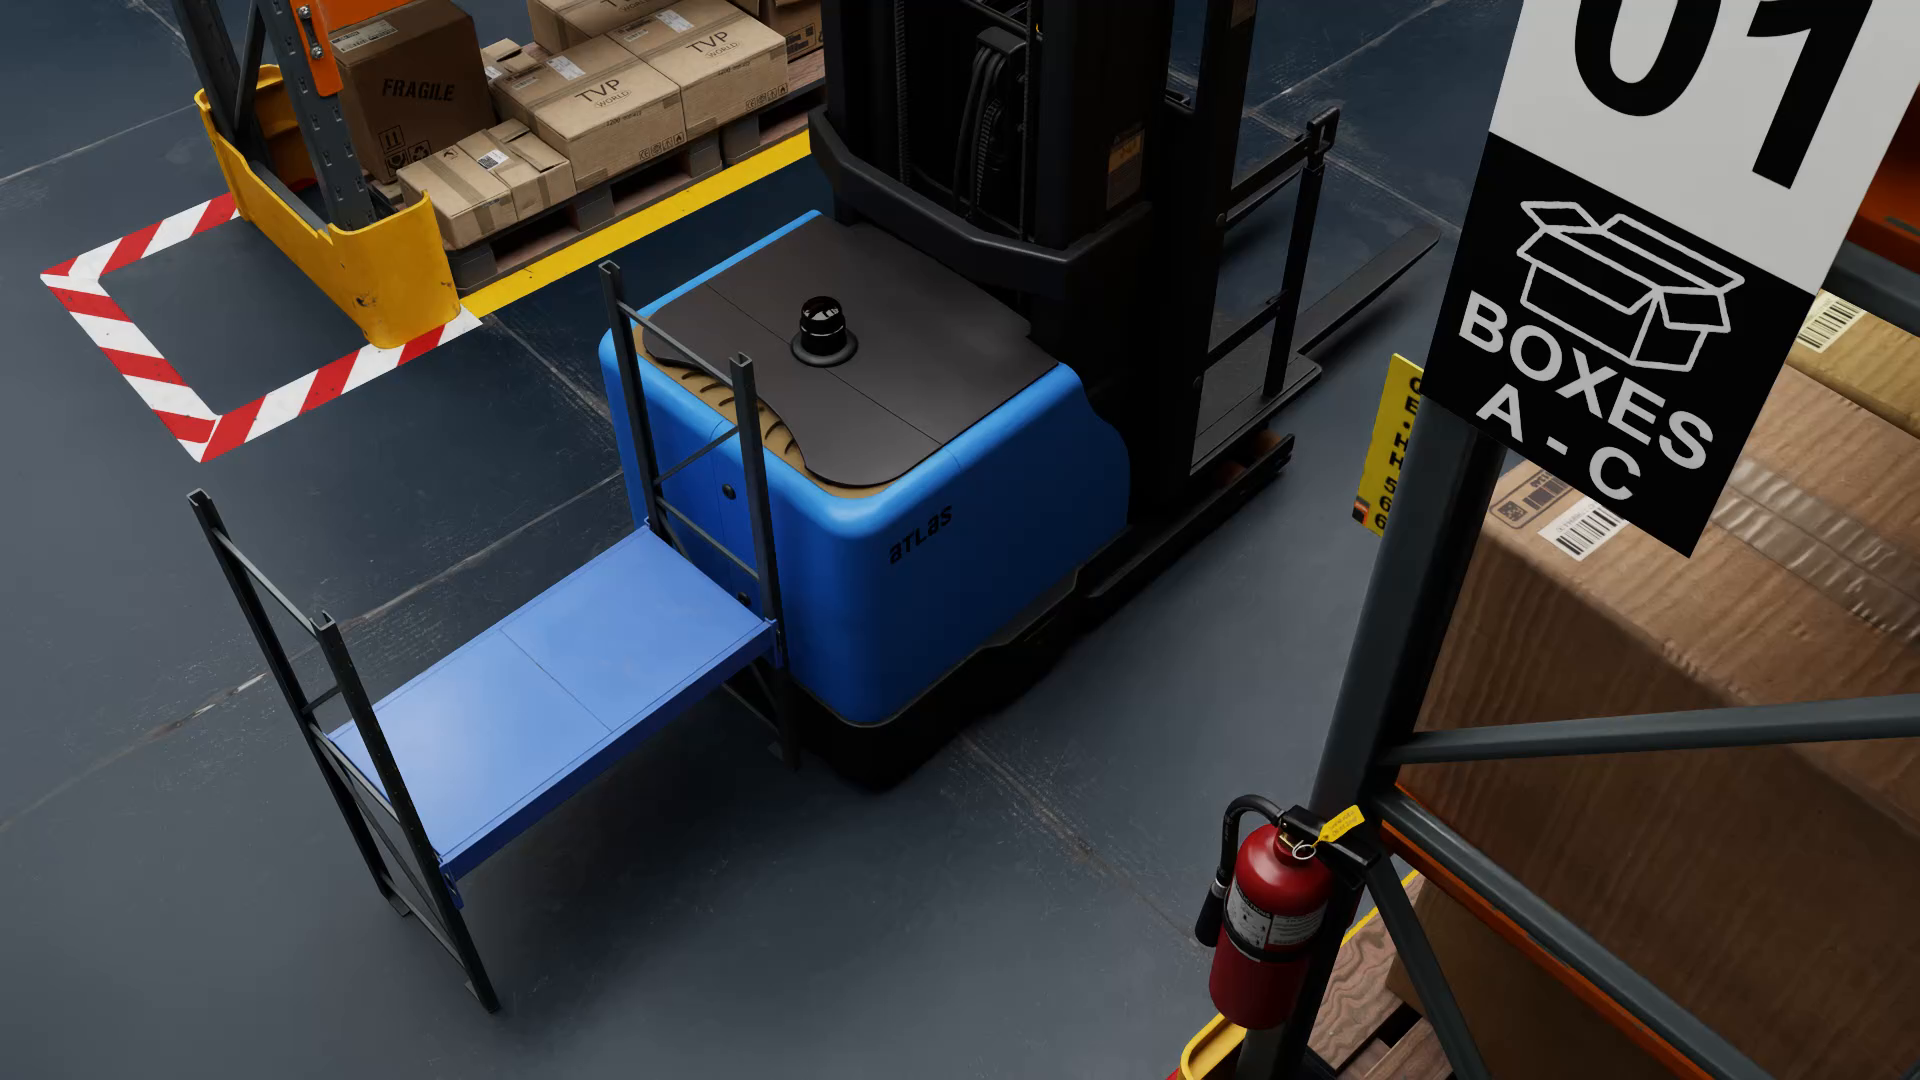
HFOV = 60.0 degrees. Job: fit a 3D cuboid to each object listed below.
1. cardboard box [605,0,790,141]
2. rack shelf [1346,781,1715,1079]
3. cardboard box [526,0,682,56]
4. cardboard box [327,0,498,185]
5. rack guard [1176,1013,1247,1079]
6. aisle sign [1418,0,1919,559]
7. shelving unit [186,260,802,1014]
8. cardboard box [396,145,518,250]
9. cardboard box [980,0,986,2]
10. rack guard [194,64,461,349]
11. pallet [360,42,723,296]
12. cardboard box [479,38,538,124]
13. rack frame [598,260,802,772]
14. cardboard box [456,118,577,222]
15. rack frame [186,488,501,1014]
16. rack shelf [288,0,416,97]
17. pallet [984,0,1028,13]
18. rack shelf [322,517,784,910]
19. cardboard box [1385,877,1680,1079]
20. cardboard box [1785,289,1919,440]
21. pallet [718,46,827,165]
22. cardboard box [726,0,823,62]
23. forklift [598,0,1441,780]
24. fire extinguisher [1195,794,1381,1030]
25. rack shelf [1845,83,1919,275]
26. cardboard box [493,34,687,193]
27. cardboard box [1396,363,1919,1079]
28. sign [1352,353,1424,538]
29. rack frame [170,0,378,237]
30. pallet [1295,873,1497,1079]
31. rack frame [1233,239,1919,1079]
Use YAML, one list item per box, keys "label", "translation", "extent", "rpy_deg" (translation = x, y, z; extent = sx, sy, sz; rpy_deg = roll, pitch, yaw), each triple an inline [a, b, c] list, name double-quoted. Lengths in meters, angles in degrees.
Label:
- label: "cardboard box"
  translation: [-1.021, -1.861, 6.498]
  extent: [0.500, 0.250, 0.500]
  rpy_deg: [-34, 56, -27]
- label: "rack shelf"
  translation: [2.461, -0.088, 3.780]
  extent: [4.000, 0.370, 1.077]
  rpy_deg: [-34, 56, -27]
- label: "cardboard box"
  translation: [-1.394, -2.108, 6.726]
  extent: [0.500, 0.250, 0.500]
  rpy_deg: [-34, 56, -27]
- label: "cardboard box"
  translation: [-2.117, -1.740, 6.216]
  extent: [0.500, 0.500, 0.500]
  rpy_deg: [-34, 56, -27]
- label: "rack guard"
  translation: [0.964, 1.516, 3.511]
  extent: [0.348, 0.500, 1.175]
  rpy_deg: [-34, 56, -27]
- label: "aisle sign"
  translation: [0.726, -0.353, 1.766]
  extent: [0.004, 0.787, 0.394]
  rpy_deg: [-34, 56, -27]
- label: "shelving unit"
  translation: [-0.988, 0.272, 3.979]
  extent: [0.538, 1.500, 1.048]
  rpy_deg: [35, 56, 28]
- label: "cardboard box"
  translation: [-1.813, -1.238, 5.992]
  extent: [0.250, 0.149, 0.380]
  rpy_deg: [-34, 56, -27]
- label: "cardboard box"
  translation: [-0.180, -2.444, 6.994]
  extent: [0.500, 0.311, 0.500]
  rpy_deg: [-34, 56, -27]
- label: "rack guard"
  translation: [-2.298, -1.225, 6.040]
  extent: [0.348, 0.500, 1.175]
  rpy_deg: [-34, 56, -27]
- label: "pallet"
  translation: [-1.708, -1.522, 6.511]
  extent: [1.213, 0.211, 1.003]
  rpy_deg: [-34, 56, -27]
- label: "cardboard box"
  translation: [-1.757, -1.778, 6.478]
  extent: [0.250, 0.166, 0.380]
  rpy_deg: [-34, 56, -27]
- label: "rack frame"
  translation: [-0.634, 0.004, 4.226]
  extent: [0.500, 1.500, 0.032]
  rpy_deg: [35, 56, 28]
- label: "cardboard box"
  translation: [-1.628, -1.367, 6.099]
  extent: [0.250, 0.166, 0.380]
  rpy_deg: [-34, 56, -27]
- label: "rack frame"
  translation: [-1.342, 0.540, 3.731]
  extent: [0.500, 1.500, 0.032]
  rpy_deg: [35, 56, 28]
- label: "rack shelf"
  translation: [-0.874, -2.780, 6.264]
  extent: [4.000, 0.370, 1.077]
  rpy_deg: [-34, 56, -27]
- label: "pallet"
  translation: [0.097, -2.728, 7.624]
  extent: [1.213, 0.211, 1.003]
  rpy_deg: [-34, 56, -27]
- label: "rack shelf"
  translation: [-0.988, 0.394, 4.111]
  extent: [0.538, 0.185, 1.000]
  rpy_deg: [35, 56, 28]
- label: "cardboard box"
  translation: [1.432, 0.961, 3.737]
  extent: [0.500, 0.500, 0.700]
  rpy_deg: [-34, 56, -27]
- label: "cardboard box"
  translation: [1.883, -0.069, 3.068]
  extent: [0.700, 0.700, 0.980]
  rpy_deg: [-34, 56, -27]
- label: "pallet"
  translation: [-0.806, -2.122, 7.064]
  extent: [1.213, 0.211, 1.003]
  rpy_deg: [-34, 56, -27]
- label: "cardboard box"
  translation: [-0.781, -2.384, 6.808]
  extent: [0.637, 0.503, 0.797]
  rpy_deg: [-34, 56, -27]
- label: "forklift"
  translation: [0.436, -1.323, 4.476]
  extent: [1.130, 2.935, 3.031]
  rpy_deg: [36, 57, 28]
- label: "fire extinguisher"
  translation: [0.559, 0.633, 2.931]
  extent: [0.183, 0.674, 0.296]
  rpy_deg: [-34, 56, -27]
- label: "rack shelf"
  translation: [2.461, -1.106, 2.678]
  extent: [4.000, 0.370, 1.077]
  rpy_deg: [-34, 56, -27]
- label: "cardboard box"
  translation: [-1.391, -1.614, 6.270]
  extent: [0.500, 0.250, 0.500]
  rpy_deg: [-34, 56, -27]
- label: "cardboard box"
  translation: [1.352, 0.297, 2.731]
  extent: [0.700, 0.700, 0.980]
  rpy_deg: [-31, 55, -26]
- label: "sign"
  translation: [0.627, -0.118, 2.369]
  extent: [0.005, 0.325, 0.100]
  rpy_deg: [-34, 56, -27]
- label: "rack frame"
  translation: [-2.354, -2.035, 5.087]
  extent: [0.127, 3.000, 1.000]
  rpy_deg: [-34, 56, -27]
- label: "pallet"
  translation: [1.520, 1.164, 4.032]
  extent: [1.213, 0.211, 1.003]
  rpy_deg: [-34, 56, -27]
- label: "rack frame"
  translation: [0.979, 0.655, 2.605]
  extent: [0.053, 2.616, 0.949]
  rpy_deg: [-34, 56, -27]
